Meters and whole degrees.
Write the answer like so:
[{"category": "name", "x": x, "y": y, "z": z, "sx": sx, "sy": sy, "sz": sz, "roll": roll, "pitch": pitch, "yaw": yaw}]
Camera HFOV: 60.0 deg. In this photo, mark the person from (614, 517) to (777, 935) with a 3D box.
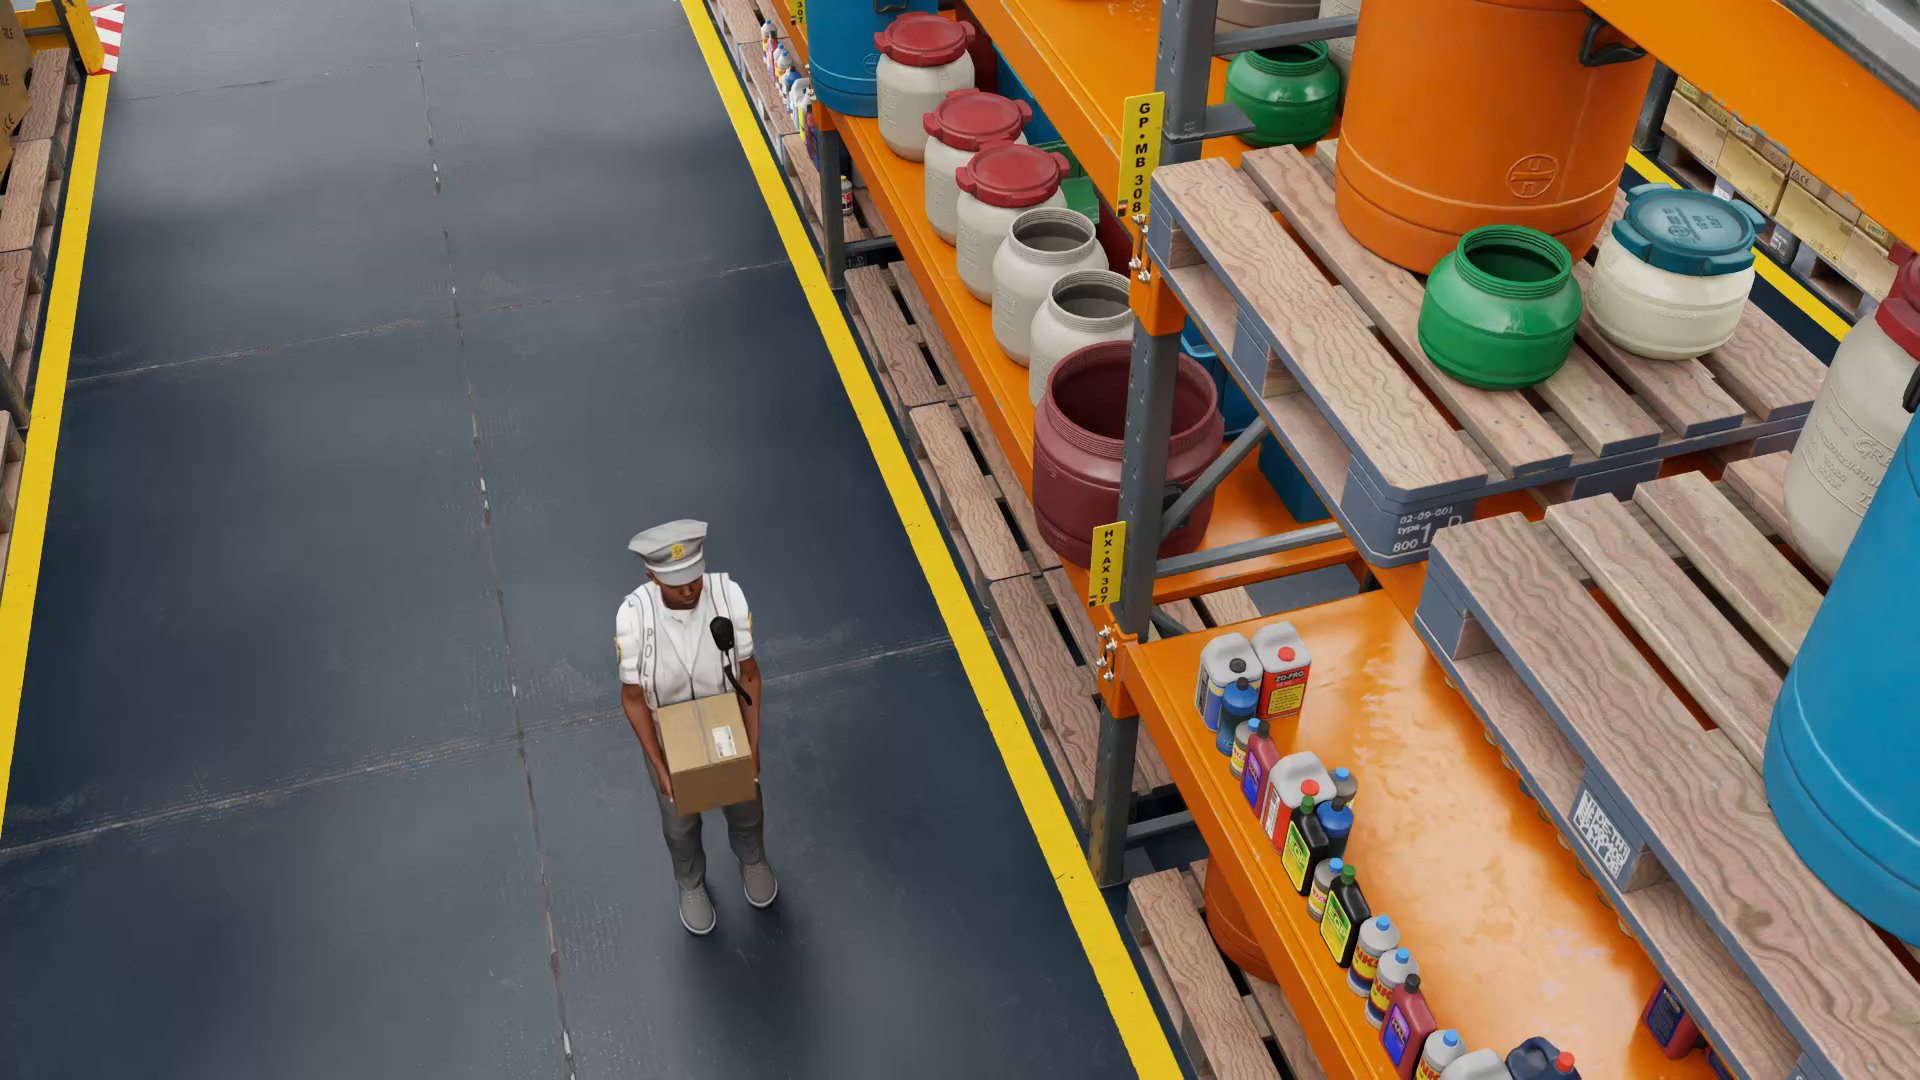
[{"category": "person", "x": -0.847, "y": 0.656, "z": 5.428, "sx": 0.451, "sy": 1.688, "sz": 0.531, "roll": -11, "pitch": 44, "yaw": -12}]
